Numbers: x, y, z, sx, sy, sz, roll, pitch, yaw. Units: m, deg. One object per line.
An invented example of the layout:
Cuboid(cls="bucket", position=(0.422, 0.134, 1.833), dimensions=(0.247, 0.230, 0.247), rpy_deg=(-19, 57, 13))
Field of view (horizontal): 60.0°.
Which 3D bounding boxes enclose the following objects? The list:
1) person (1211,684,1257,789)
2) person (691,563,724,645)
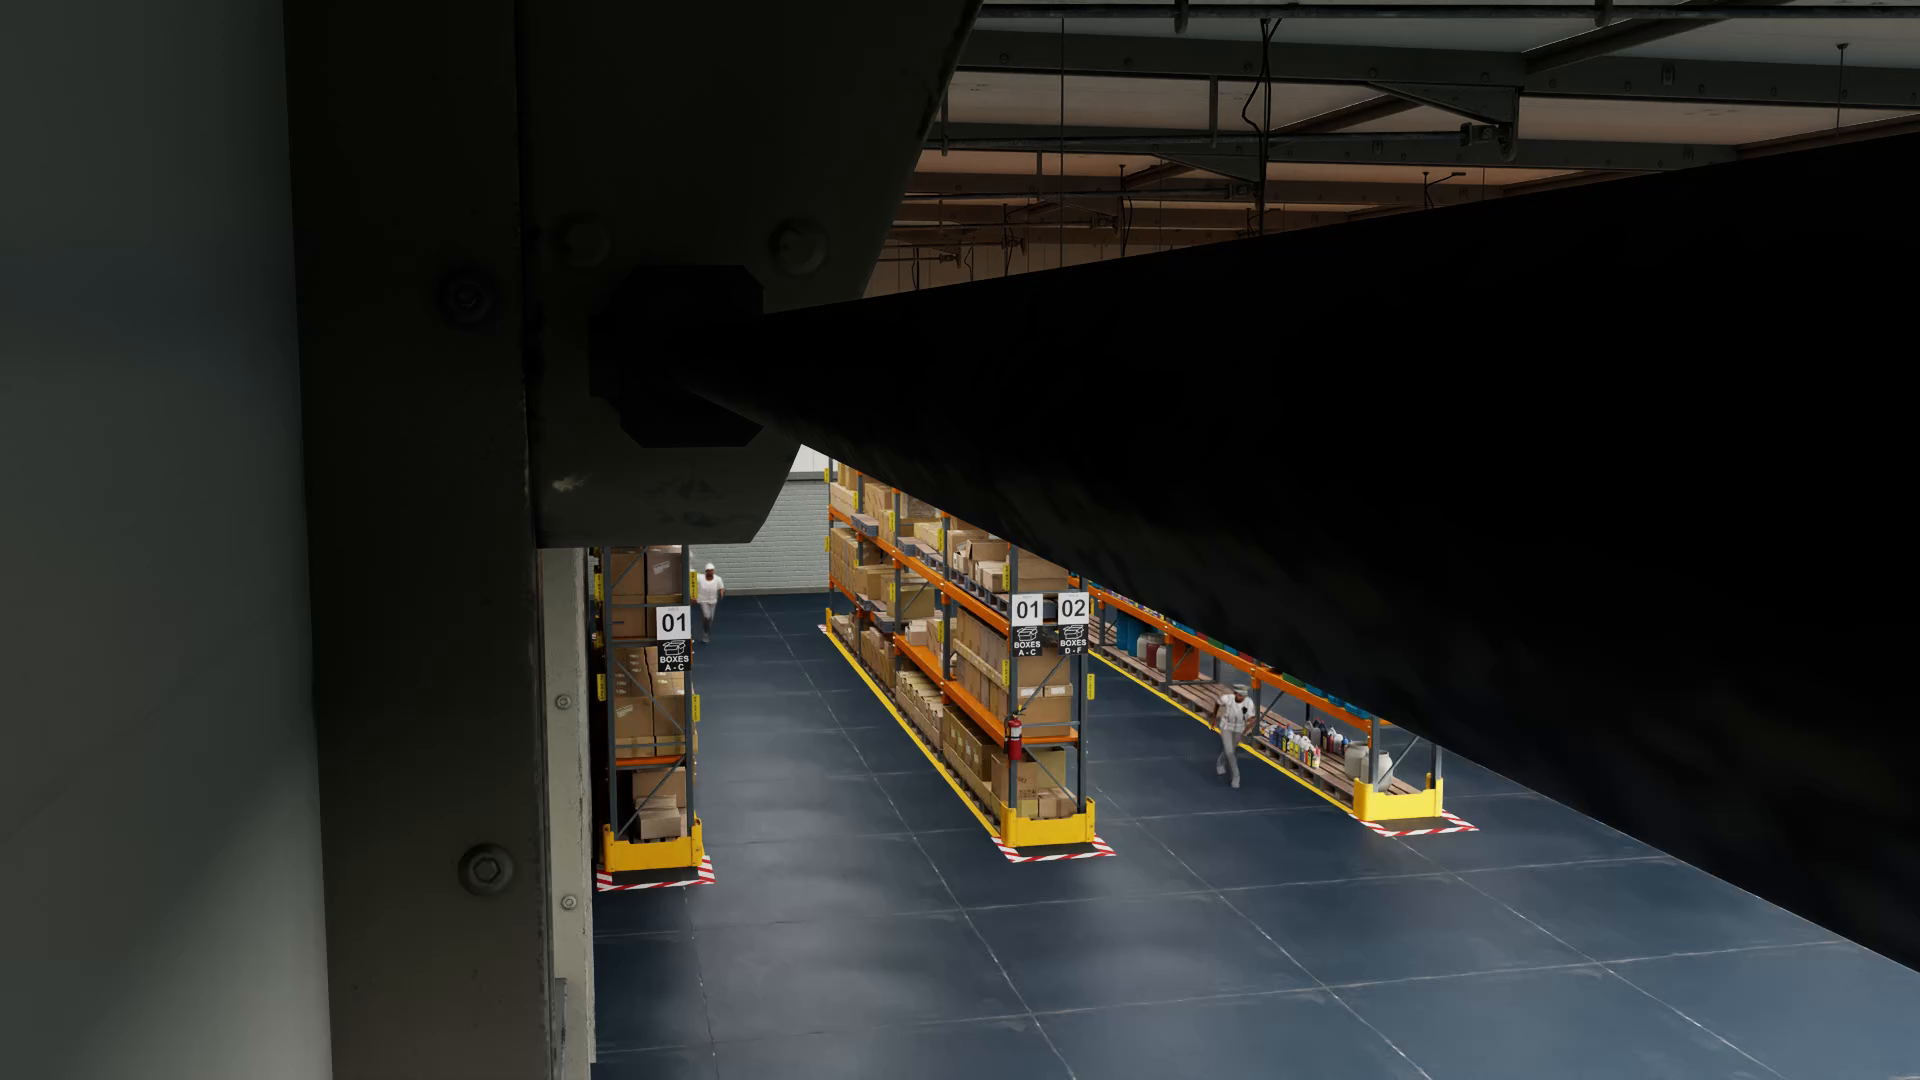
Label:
Cuboid(cls="person", position=(3.922, 2.741, 23.961), dimensions=(0.587, 1.508, 1.015), rpy_deg=(0, 7, -3))
Cuboid(cls="person", position=(-5.315, 1.332, 35.034), dimensions=(0.701, 1.730, 0.851), rpy_deg=(-4, 8, -29))
